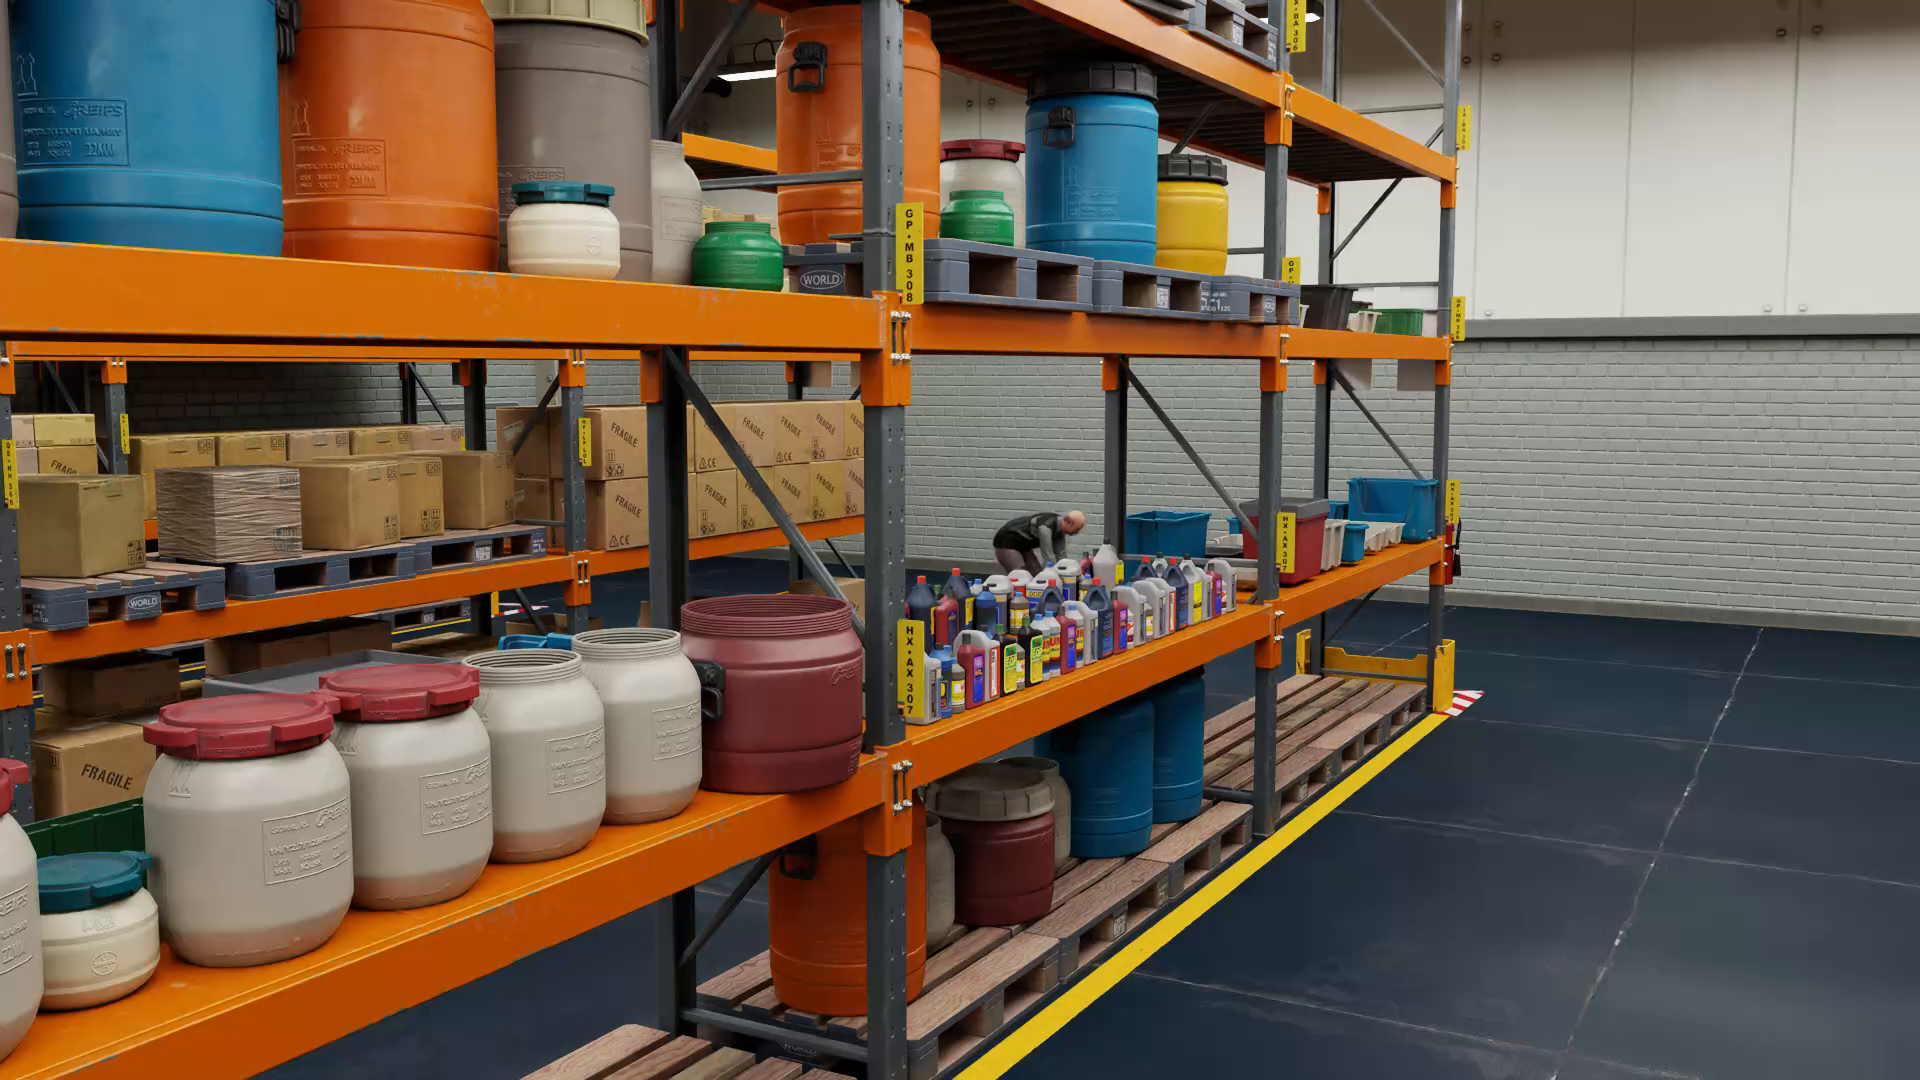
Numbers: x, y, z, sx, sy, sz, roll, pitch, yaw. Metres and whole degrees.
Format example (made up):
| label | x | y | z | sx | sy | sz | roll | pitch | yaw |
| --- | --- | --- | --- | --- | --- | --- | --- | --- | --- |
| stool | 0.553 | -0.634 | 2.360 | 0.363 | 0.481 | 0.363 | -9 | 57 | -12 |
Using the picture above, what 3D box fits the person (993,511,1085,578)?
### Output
| label | x | y | z | sx | sy | sz | roll | pitch | yaw |
| --- | --- | --- | --- | --- | --- | --- | --- | --- | --- |
| person | 0.784 | 0.304 | 16.271 | 0.925 | 1.215 | 0.478 | 3 | 7 | 26 |
